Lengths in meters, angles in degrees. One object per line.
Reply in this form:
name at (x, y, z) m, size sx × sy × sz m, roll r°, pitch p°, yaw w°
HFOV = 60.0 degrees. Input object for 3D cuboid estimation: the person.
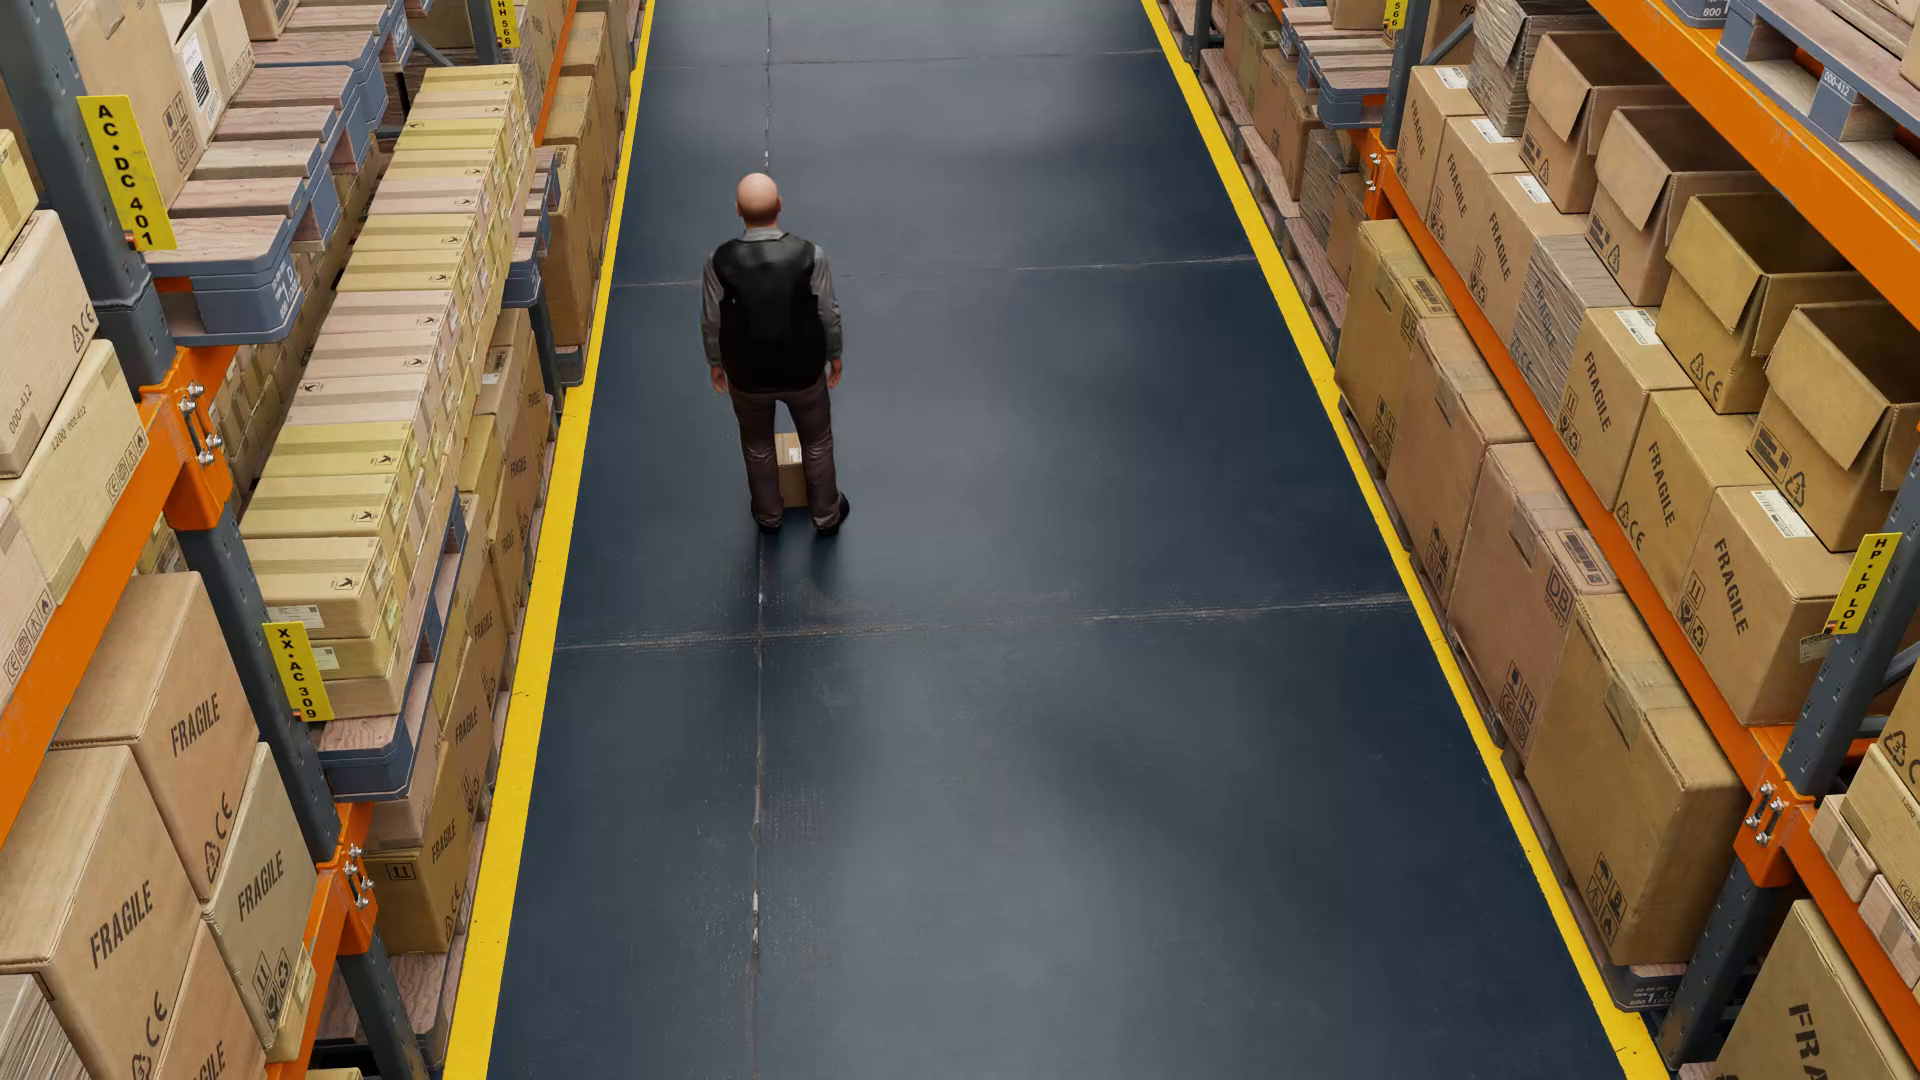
person at (-0.784, -0.737, 7.088) m, size 0.582 × 1.721 × 0.461 m, roll -3°, pitch 39°, yaw -4°
